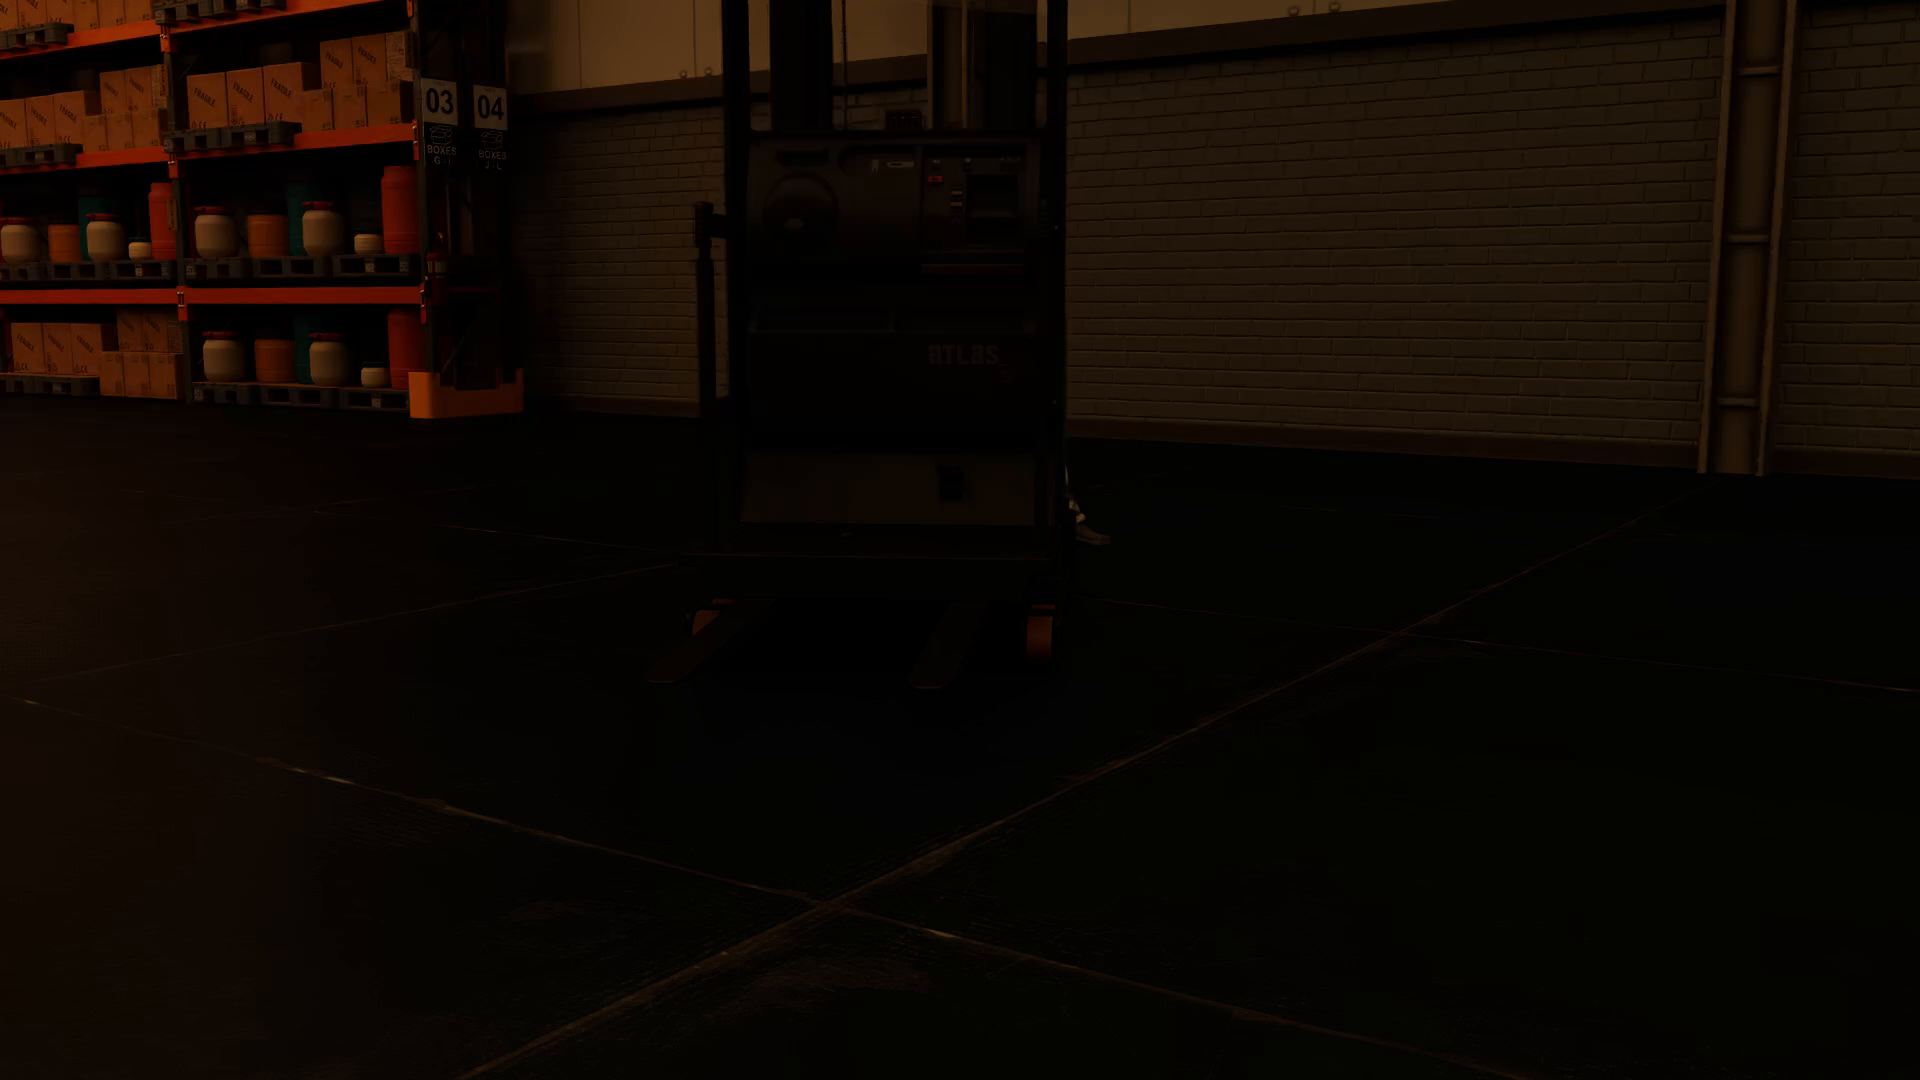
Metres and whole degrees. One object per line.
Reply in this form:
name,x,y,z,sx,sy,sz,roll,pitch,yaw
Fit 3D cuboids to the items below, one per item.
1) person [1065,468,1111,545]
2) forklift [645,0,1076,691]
person,-0.094,-0.710,7.539,1.501,1.450,0.741,4,9,26
forklift,-0.230,-1.117,5.046,1.130,2.935,3.031,1,8,5
